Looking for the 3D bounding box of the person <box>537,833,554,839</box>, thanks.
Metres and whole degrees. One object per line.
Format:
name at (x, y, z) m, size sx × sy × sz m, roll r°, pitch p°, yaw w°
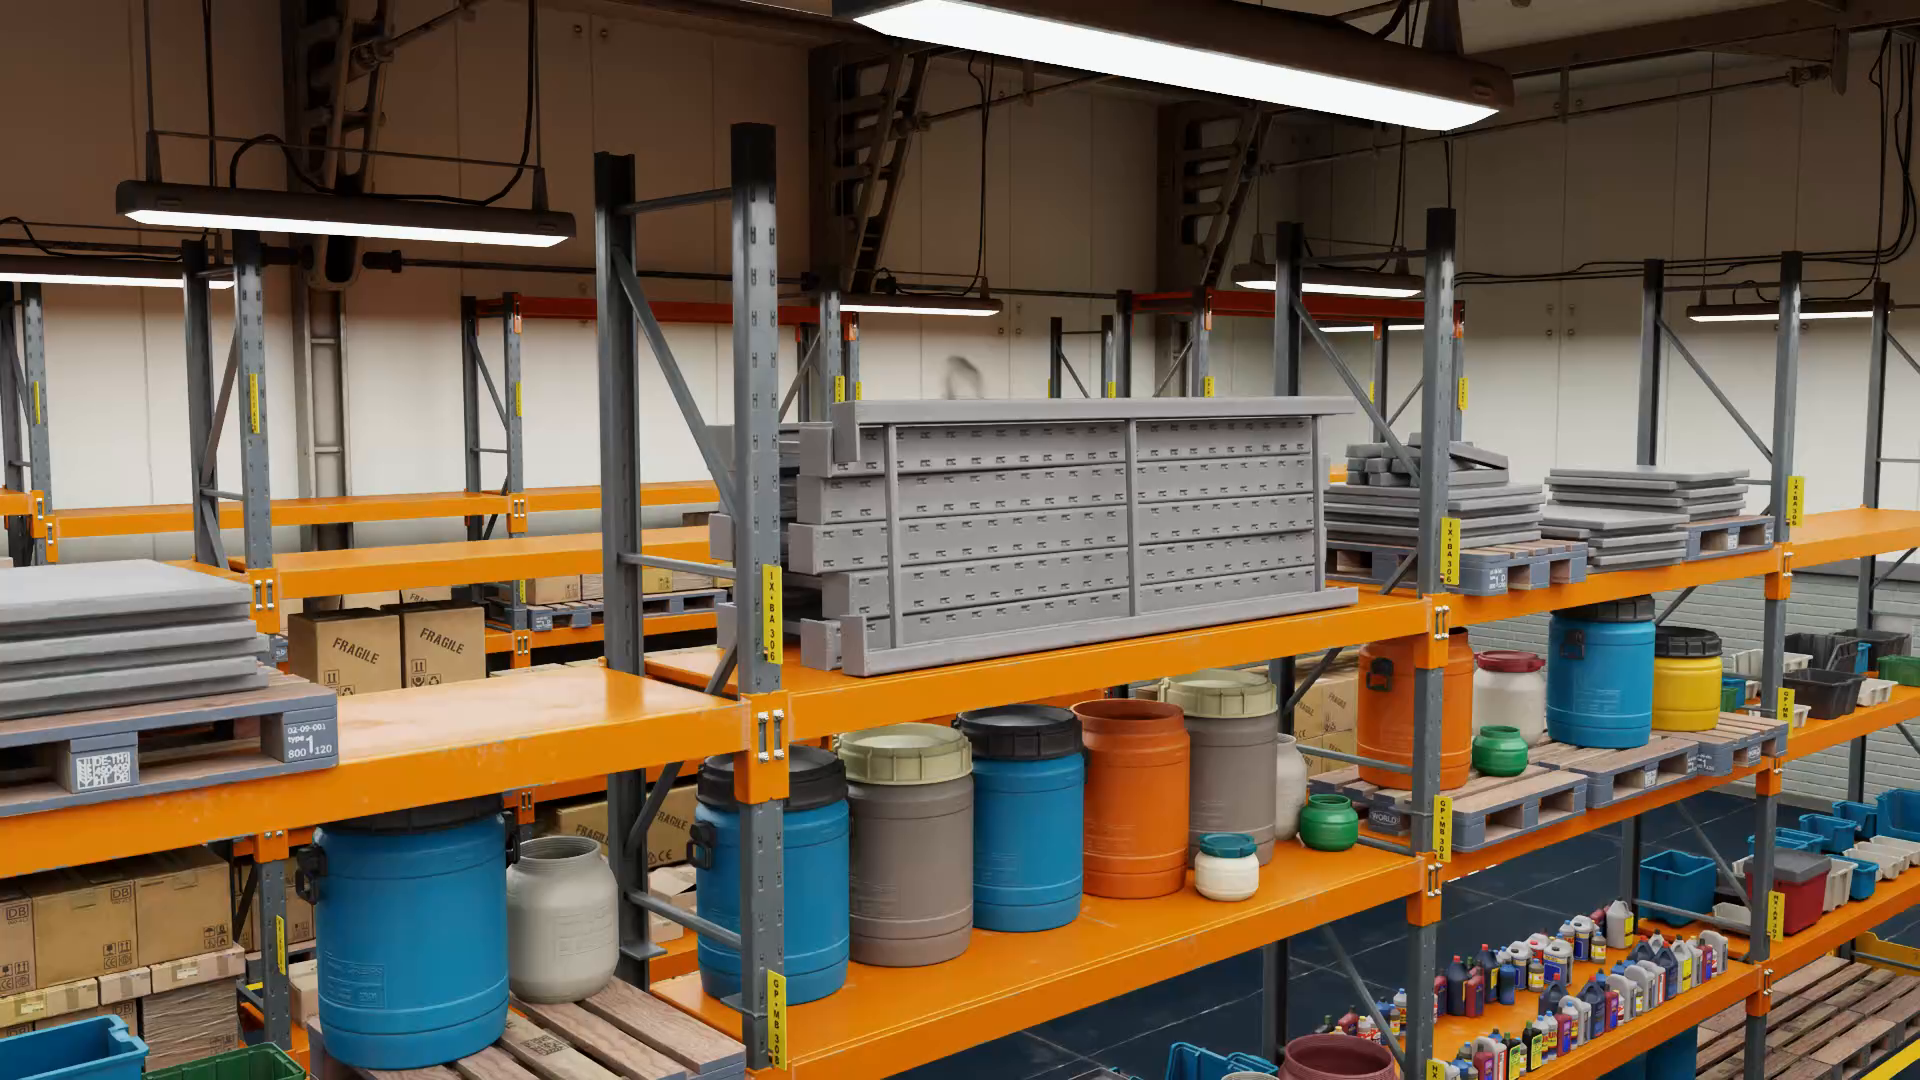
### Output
person at (-3.310, 3.123, 13.239) m, size 0.607 × 1.593 × 0.551 m, roll 4°, pitch 7°, yaw 39°
